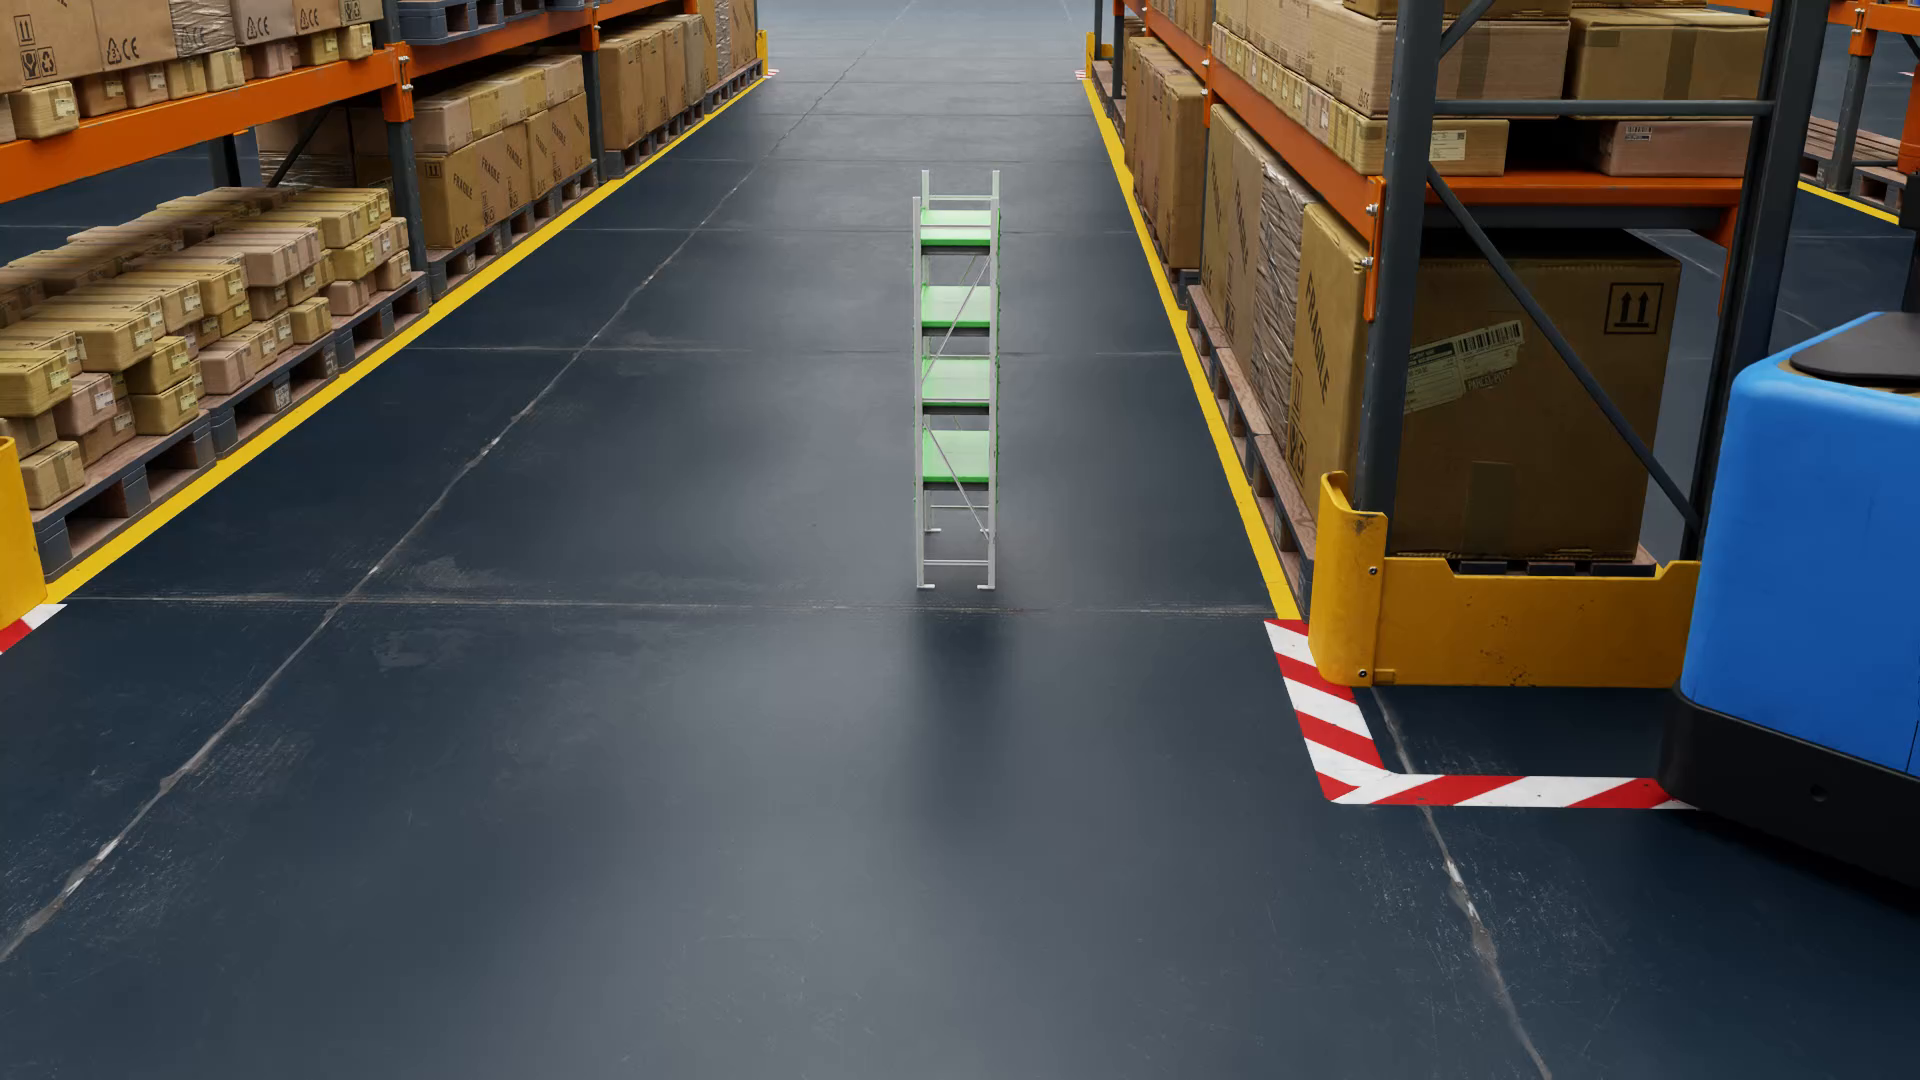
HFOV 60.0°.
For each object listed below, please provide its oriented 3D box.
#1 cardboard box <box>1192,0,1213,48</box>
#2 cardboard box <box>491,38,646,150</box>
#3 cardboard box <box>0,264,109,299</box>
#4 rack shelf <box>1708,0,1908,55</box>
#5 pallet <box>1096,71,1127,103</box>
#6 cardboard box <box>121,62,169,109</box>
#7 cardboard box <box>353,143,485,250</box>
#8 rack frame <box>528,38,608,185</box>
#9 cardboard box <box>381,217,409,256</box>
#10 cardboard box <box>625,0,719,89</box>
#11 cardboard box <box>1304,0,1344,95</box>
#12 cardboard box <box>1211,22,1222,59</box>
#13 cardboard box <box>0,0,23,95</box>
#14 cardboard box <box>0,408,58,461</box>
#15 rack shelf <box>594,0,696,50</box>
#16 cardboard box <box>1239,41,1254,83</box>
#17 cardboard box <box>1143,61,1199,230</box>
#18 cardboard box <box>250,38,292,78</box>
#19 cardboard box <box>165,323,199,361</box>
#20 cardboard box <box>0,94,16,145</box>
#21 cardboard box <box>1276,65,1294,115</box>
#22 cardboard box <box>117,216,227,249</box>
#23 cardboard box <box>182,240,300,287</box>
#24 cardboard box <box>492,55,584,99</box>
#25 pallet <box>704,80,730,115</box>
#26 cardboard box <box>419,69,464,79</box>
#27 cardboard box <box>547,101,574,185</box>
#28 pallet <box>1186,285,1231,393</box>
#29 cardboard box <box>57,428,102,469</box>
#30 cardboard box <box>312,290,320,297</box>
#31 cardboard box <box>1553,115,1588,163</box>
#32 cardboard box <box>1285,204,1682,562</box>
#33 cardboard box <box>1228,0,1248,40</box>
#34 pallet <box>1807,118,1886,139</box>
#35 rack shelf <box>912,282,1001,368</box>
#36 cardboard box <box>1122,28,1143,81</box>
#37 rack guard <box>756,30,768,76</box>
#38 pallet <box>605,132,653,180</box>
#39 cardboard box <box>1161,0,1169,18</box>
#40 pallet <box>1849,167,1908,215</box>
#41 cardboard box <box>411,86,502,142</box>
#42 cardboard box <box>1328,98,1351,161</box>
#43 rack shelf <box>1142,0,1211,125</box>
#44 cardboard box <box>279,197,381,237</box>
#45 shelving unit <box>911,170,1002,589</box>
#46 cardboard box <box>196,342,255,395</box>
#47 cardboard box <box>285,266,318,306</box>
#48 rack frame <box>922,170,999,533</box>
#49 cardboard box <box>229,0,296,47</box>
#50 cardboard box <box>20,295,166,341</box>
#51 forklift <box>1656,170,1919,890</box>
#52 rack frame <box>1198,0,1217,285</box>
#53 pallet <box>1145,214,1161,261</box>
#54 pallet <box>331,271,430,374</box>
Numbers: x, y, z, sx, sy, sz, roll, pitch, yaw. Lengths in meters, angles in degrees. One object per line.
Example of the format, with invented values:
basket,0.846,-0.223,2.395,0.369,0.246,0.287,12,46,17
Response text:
cardboard box,1.443,-2.731,8.282,0.500,0.500,0.500,1,21,2
cardboard box,-3.023,-3.416,12.715,1.050,0.750,0.750,0,21,1
cardboard box,-3.523,-0.965,6.408,0.380,0.149,0.250,0,21,0
rack shelf,6.835,-4.292,13.438,1.077,0.370,4.000,1,21,2
pallet,1.964,-4.790,17.583,1.003,0.211,1.213,1,21,2
cardboard box,-3.070,-1.625,5.916,0.380,0.149,0.250,0,21,1
cardboard box,-2.965,-1.898,9.149,0.500,0.500,0.500,1,21,4
rack frame,-3.131,-4.050,11.819,1.000,3.000,0.127,1,21,2
cardboard box,-2.945,-1.491,8.175,0.380,0.149,0.250,1,21,3
cardboard box,-2.921,-4.928,16.439,0.875,0.875,0.875,1,21,2
cardboard box,1.346,-1.496,5.035,0.500,0.250,0.500,0,21,1
cardboard box,1.360,-2.292,7.636,0.380,0.149,0.250,1,21,2
cardboard box,-3.085,-1.502,4.703,0.500,0.500,0.500,2,21,4
cardboard box,-3.102,-0.349,5.231,0.380,0.149,0.250,2,21,4
rack shelf,-3.070,-4.437,13.813,1.077,0.370,4.000,1,21,2
cardboard box,1.331,-1.914,6.662,0.380,0.149,0.250,0,21,1
cardboard box,1.727,-2.272,9.595,1.225,0.875,0.875,0,21,0
cardboard box,-3.005,-1.999,6.880,0.380,0.149,0.250,0,21,-1
cardboard box,-3.089,-0.725,6.201,0.380,0.149,0.250,0,21,-1
cardboard box,-3.071,-1.246,4.941,0.380,0.149,0.250,1,21,4
cardboard box,1.299,-1.544,5.710,0.380,0.149,0.250,1,21,2
cardboard box,-3.482,-1.340,7.373,0.380,0.149,0.250,0,21,0
cardboard box,-2.970,-1.144,6.867,0.380,0.149,0.250,0,21,0
cardboard box,-2.890,-3.179,11.415,0.500,0.250,0.500,0,21,0
pallet,-2.908,-4.470,16.757,1.003,0.211,1.213,1,21,2
cardboard box,-3.438,-2.821,10.491,0.500,0.250,0.500,1,21,2
cardboard box,-2.910,-2.652,11.091,0.500,0.500,0.500,1,21,4
pallet,1.600,-0.938,7.655,1.003,0.211,1.213,1,21,2
cardboard box,-3.113,-0.305,5.529,0.380,0.149,0.250,1,21,1
cardboard box,-3.089,-1.041,7.427,0.380,0.149,0.250,0,21,0
cardboard box,1.927,-1.166,4.736,0.380,0.149,0.250,0,21,1
cardboard box,1.519,-0.503,5.037,0.875,0.875,0.875,1,21,2
cardboard box,1.405,-2.234,6.937,0.500,0.250,0.500,1,21,1
pallet,6.876,-3.324,13.803,1.003,0.211,1.213,1,21,2
rack shelf,-0.005,-0.664,5.094,0.258,0.148,0.480,1,21,2
cardboard box,1.947,-5.012,17.174,0.500,0.500,0.500,-1,21,-3
rack guard,-2.887,-5.785,19.748,1.175,0.500,0.348,1,21,2
pallet,-3.032,-3.034,13.056,1.003,0.211,1.213,1,21,2
cardboard box,1.511,-3.461,10.163,0.500,0.500,0.500,0,21,1
pallet,6.792,-2.318,11.212,1.003,0.211,1.213,1,21,2
cardboard box,-2.953,-2.440,9.510,0.500,0.250,0.500,1,21,3
cardboard box,1.268,-1.175,4.758,0.380,0.149,0.250,1,21,2
rack shelf,1.762,-2.900,9.851,1.077,0.370,4.000,1,21,2
cardboard box,-2.972,-1.523,7.846,0.380,0.149,0.250,1,21,2
shelving unit,-0.005,-0.500,5.158,0.258,1.200,0.503,1,21,2
cardboard box,-2.988,-0.669,6.466,0.380,0.149,0.250,0,21,-1
cardboard box,-3.025,-1.114,7.203,0.380,0.149,0.250,1,21,3
rack frame,0.002,-0.588,5.385,0.240,1.200,0.015,1,21,2
cardboard box,-3.019,-2.243,6.614,0.500,0.500,0.500,1,21,1
cardboard box,-3.070,-0.768,5.900,0.380,0.149,0.250,0,21,-1
forklift,3.034,-0.970,3.976,3.031,2.935,1.130,-19,28,-40
rack frame,1.702,-2.512,7.857,1.000,3.000,0.127,1,21,2
pallet,1.684,-1.934,10.222,1.003,0.211,1.213,1,21,2
pallet,-3.238,-1.060,7.969,1.003,0.211,1.213,1,21,2
